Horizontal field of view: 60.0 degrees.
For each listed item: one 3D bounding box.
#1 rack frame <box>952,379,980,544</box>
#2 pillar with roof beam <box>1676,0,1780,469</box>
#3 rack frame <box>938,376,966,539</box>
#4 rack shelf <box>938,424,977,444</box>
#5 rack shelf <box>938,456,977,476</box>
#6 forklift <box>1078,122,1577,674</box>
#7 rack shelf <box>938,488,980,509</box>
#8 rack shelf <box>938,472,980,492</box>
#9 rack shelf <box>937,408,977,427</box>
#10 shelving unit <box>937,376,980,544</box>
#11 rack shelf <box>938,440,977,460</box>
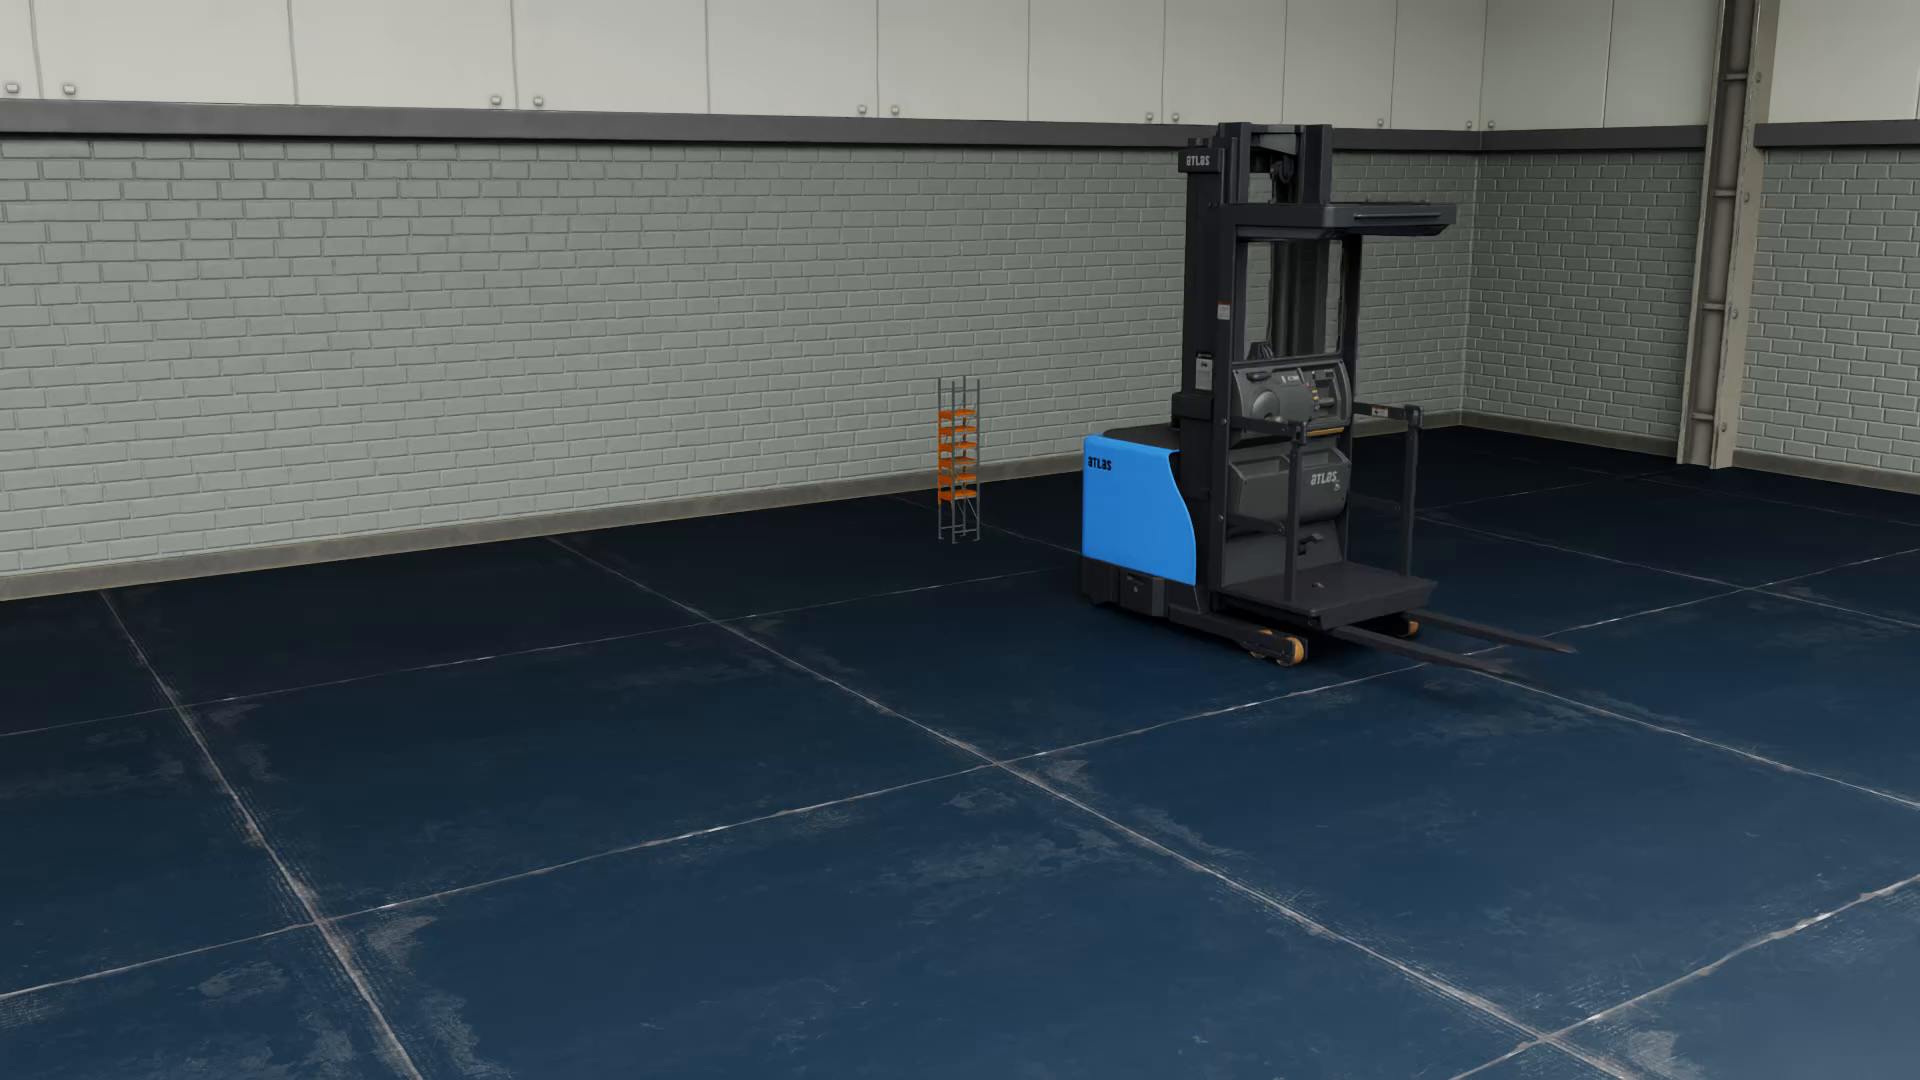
[{"bbox_3d":[0.043,-0.572,12.171,0.240,1.200,0.006,-8,15,-33],"label":"rack frame"},{"bbox_3d":[3.402,-4.595,12.310,9.100,9.000,0.400,-8,15,-33],"label":"pillar with roof beam"},{"bbox_3d":[-0.059,-0.605,12.320,0.240,1.200,0.006,-8,15,-33],"label":"rack frame"},{"bbox_3d":[-0.008,-0.780,12.204,0.258,0.103,0.180,-8,15,-33],"label":"rack shelf"},{"bbox_3d":[-0.008,-0.545,12.255,0.258,0.103,0.180,-8,15,-33],"label":"rack shelf"},{"bbox_3d":[2.043,-0.852,9.397,1.130,2.935,3.031,-9,15,-36],"label":"forklift"},{"bbox_3d":[-0.008,-0.311,12.306,0.258,0.103,0.180,-8,15,-33],"label":"rack shelf"},{"bbox_3d":[-0.008,-0.428,12.280,0.258,0.103,0.180,-8,15,-33],"label":"rack shelf"},{"bbox_3d":[-0.008,-0.897,12.178,0.258,0.103,0.180,-8,15,-33],"label":"rack shelf"},{"bbox_3d":[-0.008,-0.589,12.245,0.258,1.200,0.189,-8,15,-33],"label":"shelving unit"},{"bbox_3d":[-0.008,-0.663,12.229,0.258,0.103,0.180,-8,15,-33],"label":"rack shelf"}]
